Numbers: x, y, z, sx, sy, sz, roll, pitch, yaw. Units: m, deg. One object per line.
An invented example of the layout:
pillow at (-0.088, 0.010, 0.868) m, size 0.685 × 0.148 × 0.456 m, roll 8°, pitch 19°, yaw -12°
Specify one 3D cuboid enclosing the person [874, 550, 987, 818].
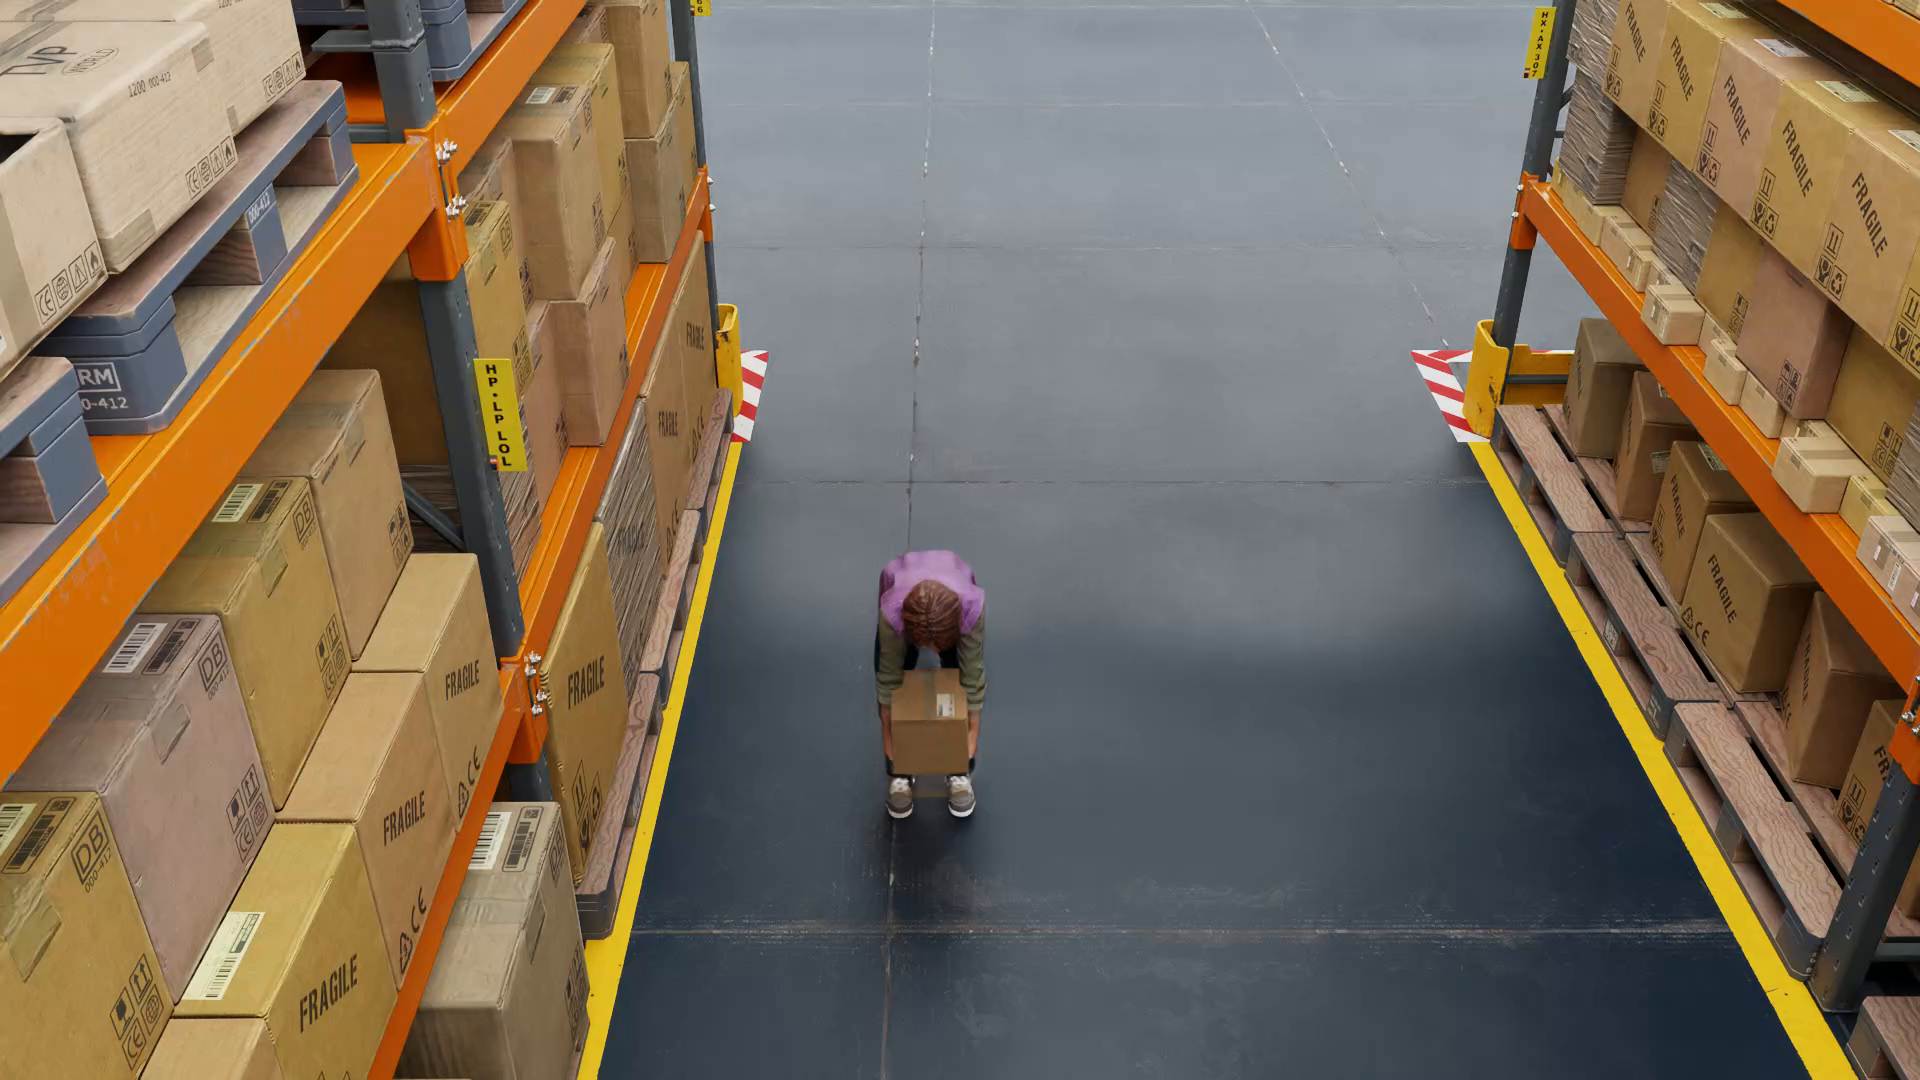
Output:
person at (-0.104, 0.520, 5.646) m, size 0.380 × 1.248 × 0.810 m, roll -1°, pitch 32°, yaw -1°
